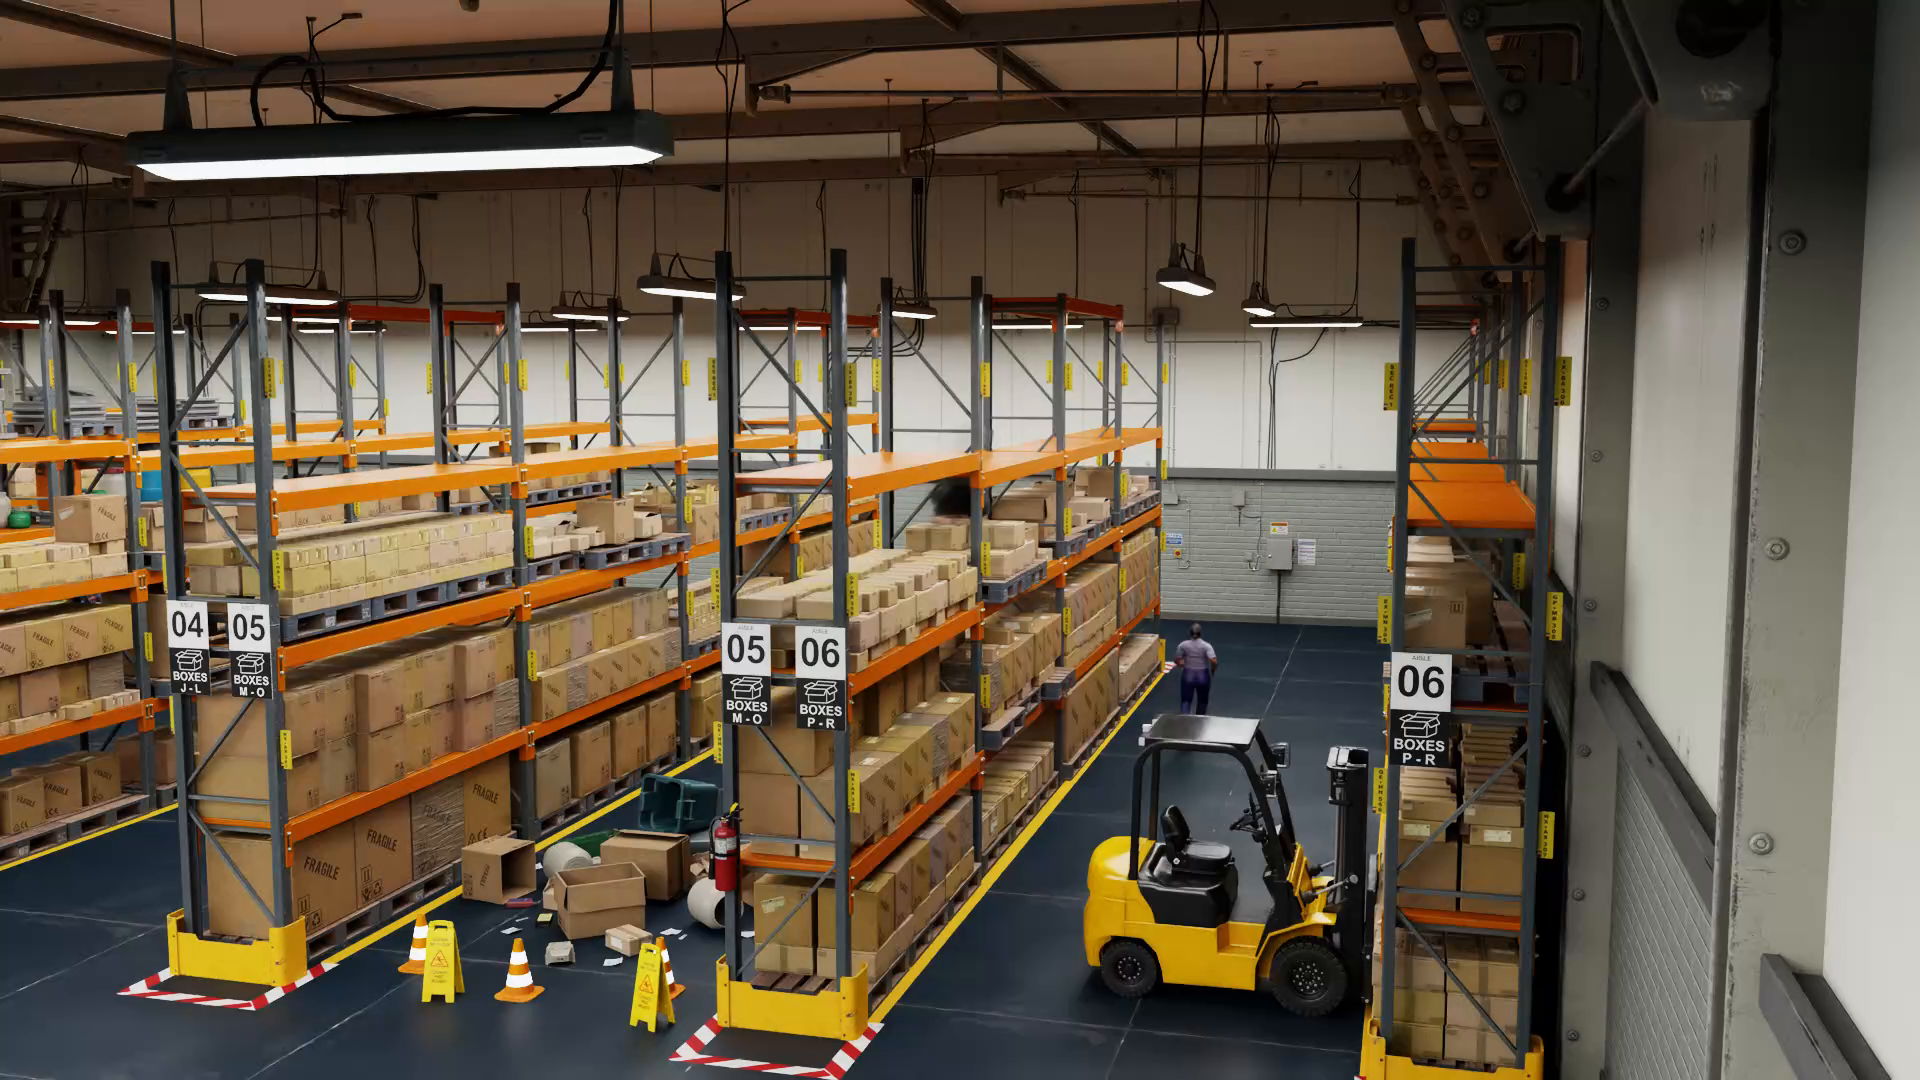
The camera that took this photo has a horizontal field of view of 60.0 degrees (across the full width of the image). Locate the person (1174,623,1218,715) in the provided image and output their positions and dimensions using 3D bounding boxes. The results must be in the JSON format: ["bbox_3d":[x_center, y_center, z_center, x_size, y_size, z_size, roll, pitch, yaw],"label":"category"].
[{"bbox_3d":[3.263,1.941,22.984,0.615,1.602,0.671,2,6,15],"label":"person"}]
